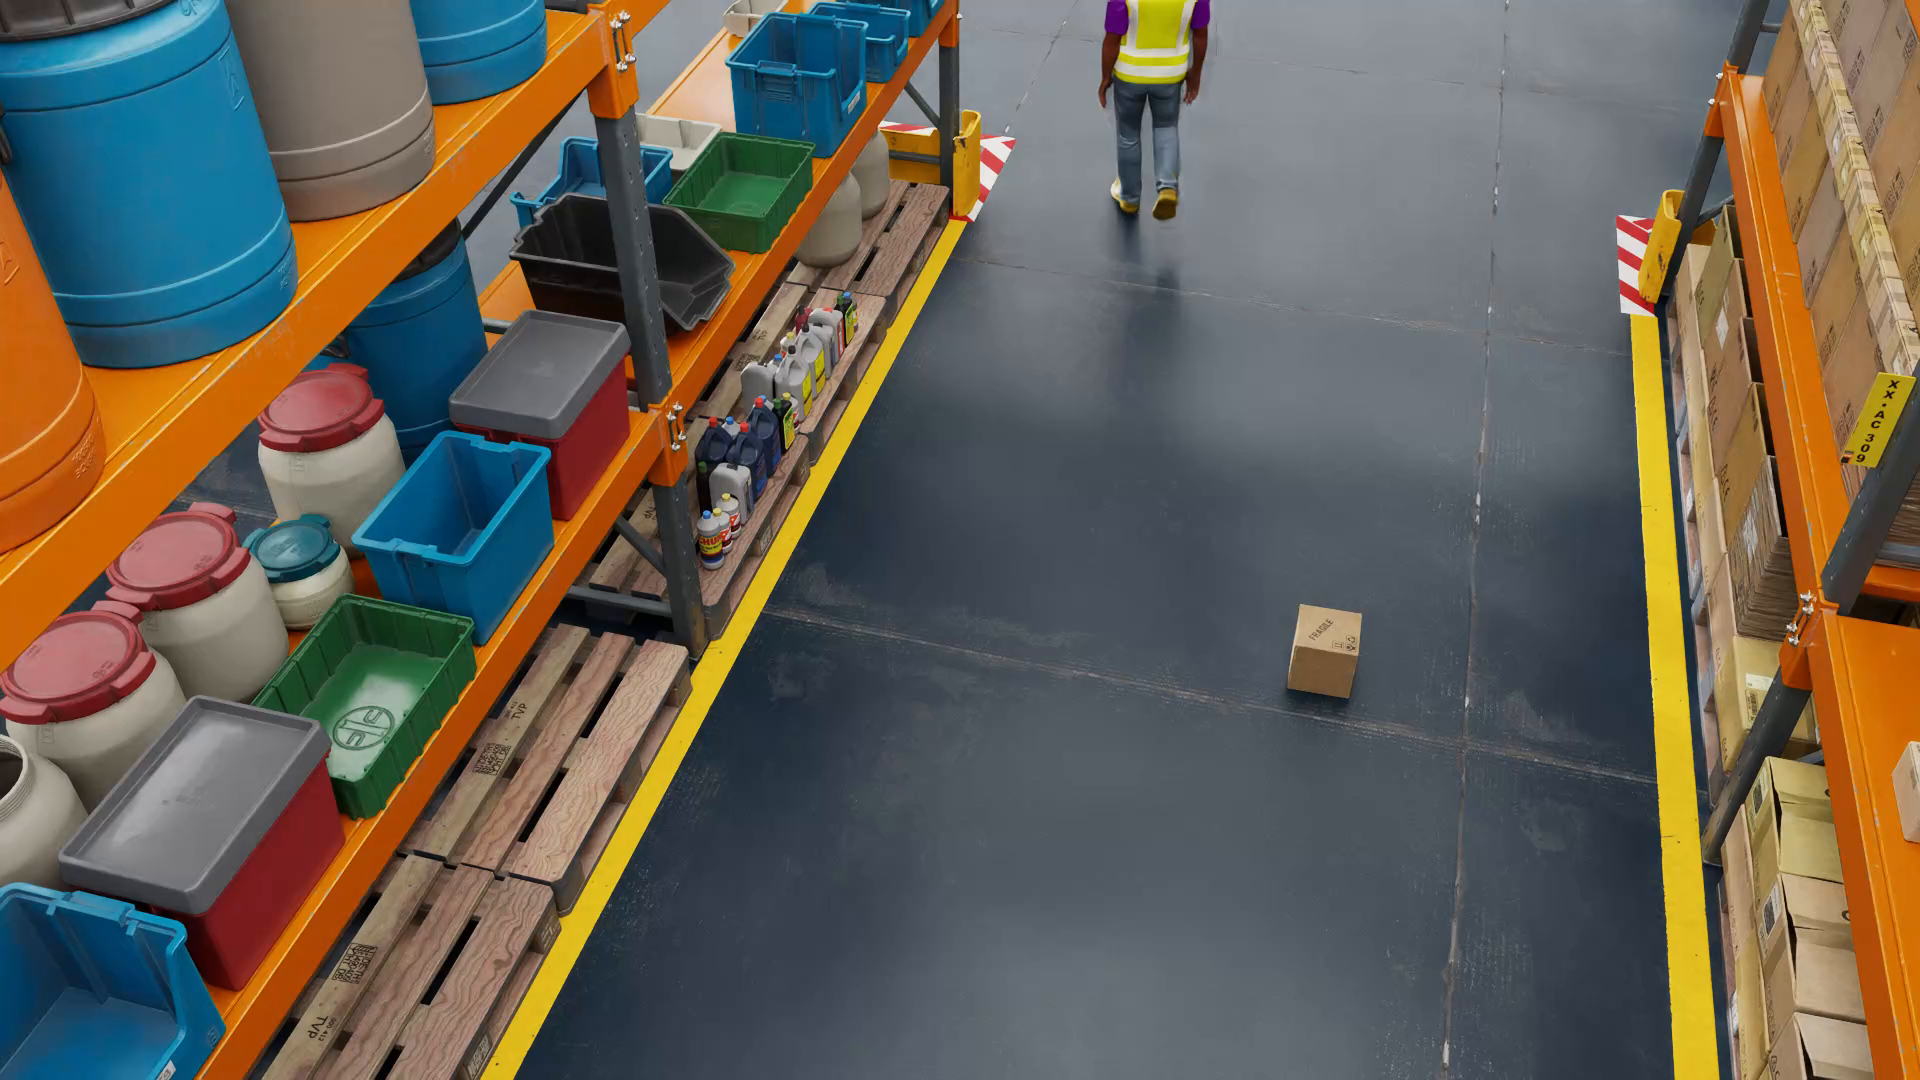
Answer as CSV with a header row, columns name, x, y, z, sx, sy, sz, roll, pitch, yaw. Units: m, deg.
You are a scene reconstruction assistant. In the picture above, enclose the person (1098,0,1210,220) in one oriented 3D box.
name,x,y,z,sx,sy,sz,roll,pitch,yaw
person,1.047,-2.542,9.061,0.576,1.754,0.674,-4,41,-5
